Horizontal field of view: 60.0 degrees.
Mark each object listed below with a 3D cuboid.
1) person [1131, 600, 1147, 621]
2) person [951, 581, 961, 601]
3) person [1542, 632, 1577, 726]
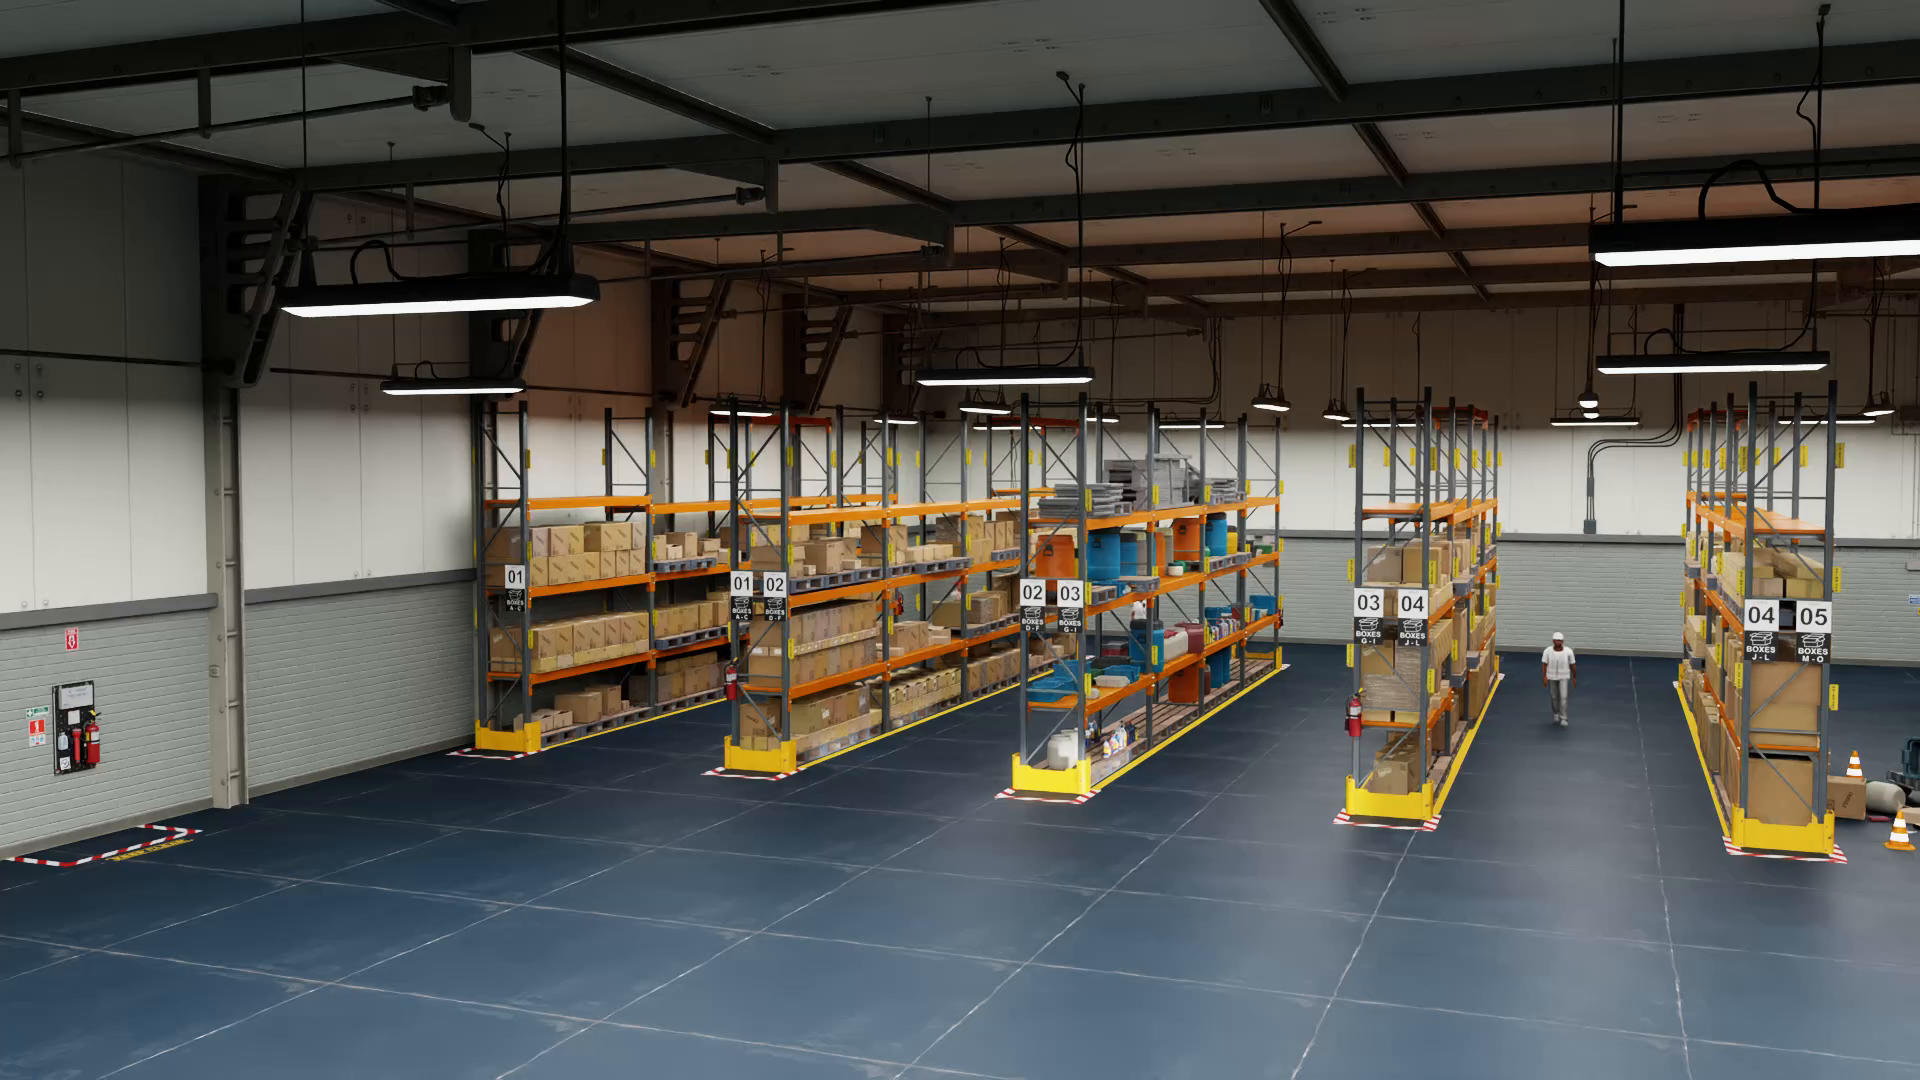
[{"bbox_3d":[4.631,2.097,42.556,0.471,1.624,1.045,1,3,21],"label":"person"},{"bbox_3d":[-0.076,1.956,43.891,0.500,1.790,0.581,1,3,18],"label":"person"},{"bbox_3d":[11.221,2.592,31.199,0.616,1.716,0.967,2,3,29],"label":"person"}]
